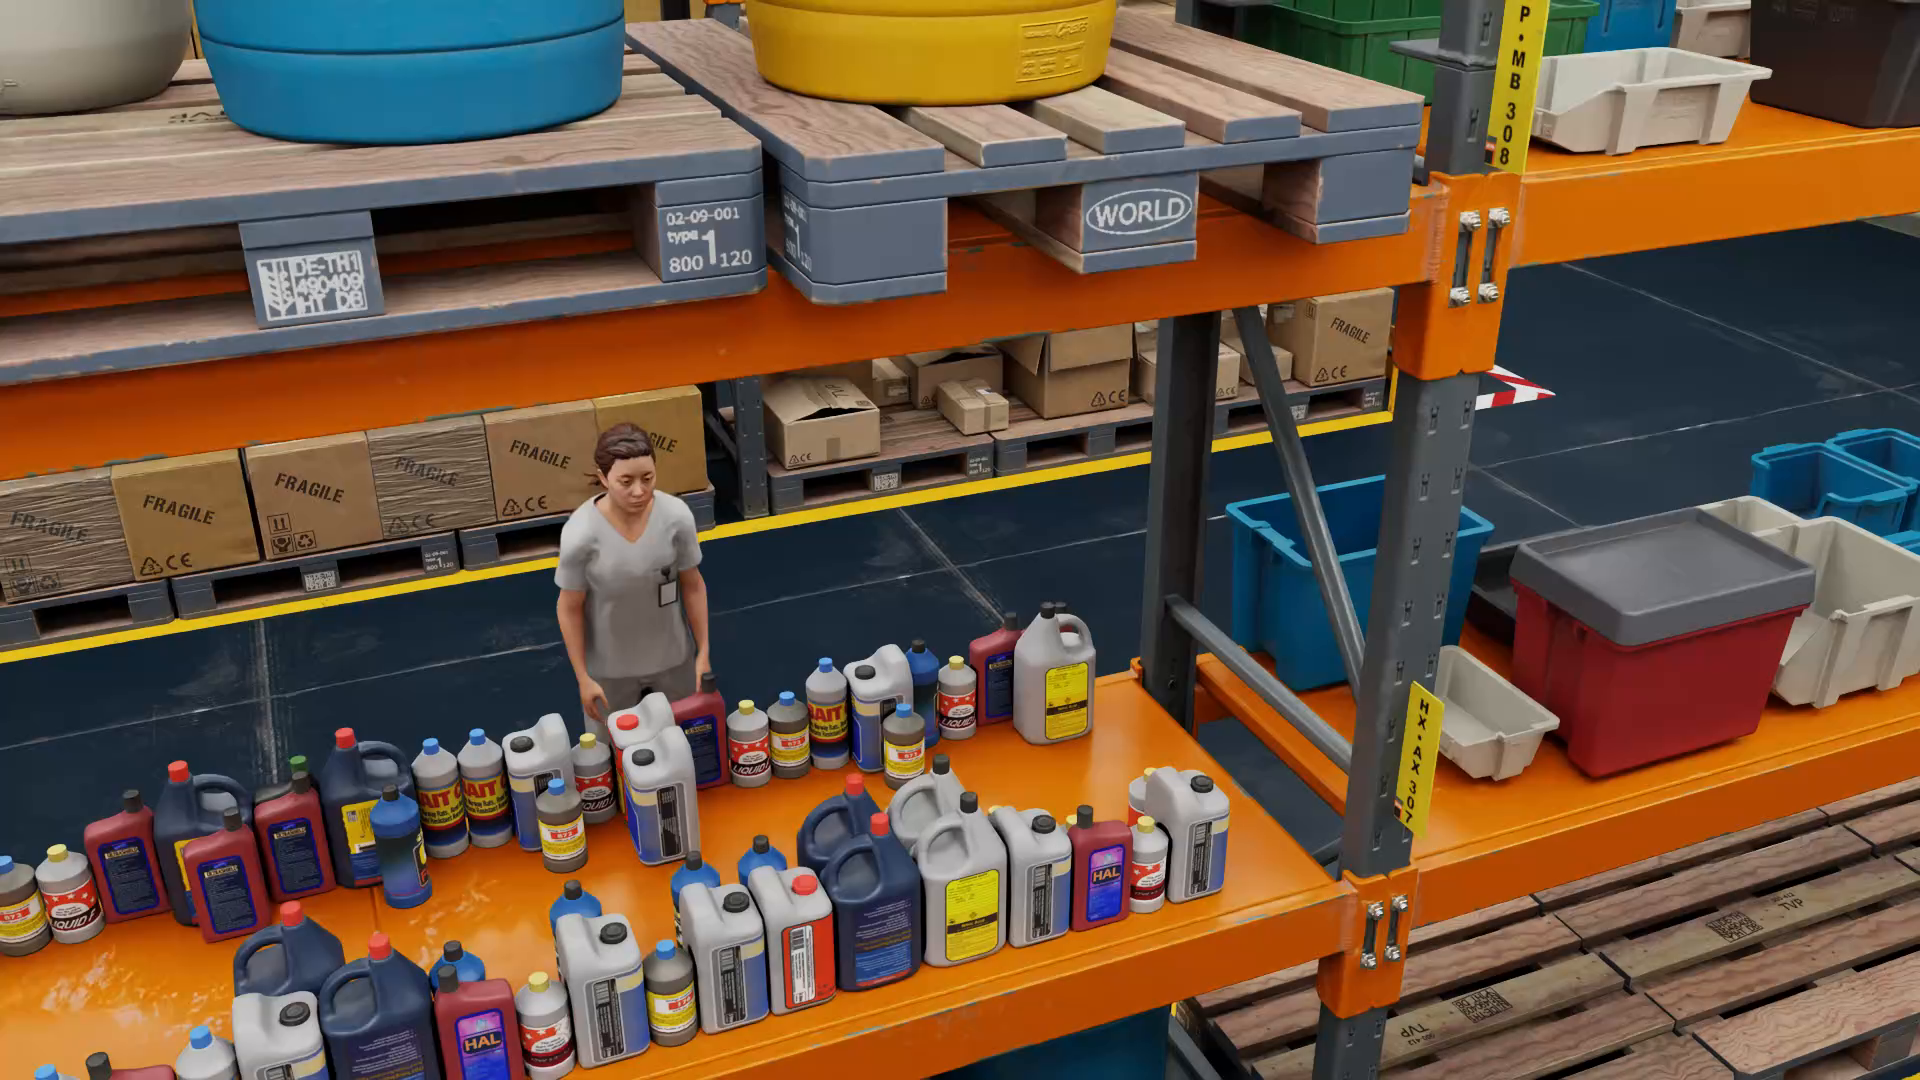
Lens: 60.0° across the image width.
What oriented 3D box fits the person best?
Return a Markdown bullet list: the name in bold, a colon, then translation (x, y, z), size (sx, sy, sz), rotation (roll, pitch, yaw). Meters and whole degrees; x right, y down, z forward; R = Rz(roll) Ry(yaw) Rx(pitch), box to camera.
- **person**: translation (-1.012, 0.410, 5.272), size (0.476, 1.675, 0.360), rotation (-11, 28, -22)
